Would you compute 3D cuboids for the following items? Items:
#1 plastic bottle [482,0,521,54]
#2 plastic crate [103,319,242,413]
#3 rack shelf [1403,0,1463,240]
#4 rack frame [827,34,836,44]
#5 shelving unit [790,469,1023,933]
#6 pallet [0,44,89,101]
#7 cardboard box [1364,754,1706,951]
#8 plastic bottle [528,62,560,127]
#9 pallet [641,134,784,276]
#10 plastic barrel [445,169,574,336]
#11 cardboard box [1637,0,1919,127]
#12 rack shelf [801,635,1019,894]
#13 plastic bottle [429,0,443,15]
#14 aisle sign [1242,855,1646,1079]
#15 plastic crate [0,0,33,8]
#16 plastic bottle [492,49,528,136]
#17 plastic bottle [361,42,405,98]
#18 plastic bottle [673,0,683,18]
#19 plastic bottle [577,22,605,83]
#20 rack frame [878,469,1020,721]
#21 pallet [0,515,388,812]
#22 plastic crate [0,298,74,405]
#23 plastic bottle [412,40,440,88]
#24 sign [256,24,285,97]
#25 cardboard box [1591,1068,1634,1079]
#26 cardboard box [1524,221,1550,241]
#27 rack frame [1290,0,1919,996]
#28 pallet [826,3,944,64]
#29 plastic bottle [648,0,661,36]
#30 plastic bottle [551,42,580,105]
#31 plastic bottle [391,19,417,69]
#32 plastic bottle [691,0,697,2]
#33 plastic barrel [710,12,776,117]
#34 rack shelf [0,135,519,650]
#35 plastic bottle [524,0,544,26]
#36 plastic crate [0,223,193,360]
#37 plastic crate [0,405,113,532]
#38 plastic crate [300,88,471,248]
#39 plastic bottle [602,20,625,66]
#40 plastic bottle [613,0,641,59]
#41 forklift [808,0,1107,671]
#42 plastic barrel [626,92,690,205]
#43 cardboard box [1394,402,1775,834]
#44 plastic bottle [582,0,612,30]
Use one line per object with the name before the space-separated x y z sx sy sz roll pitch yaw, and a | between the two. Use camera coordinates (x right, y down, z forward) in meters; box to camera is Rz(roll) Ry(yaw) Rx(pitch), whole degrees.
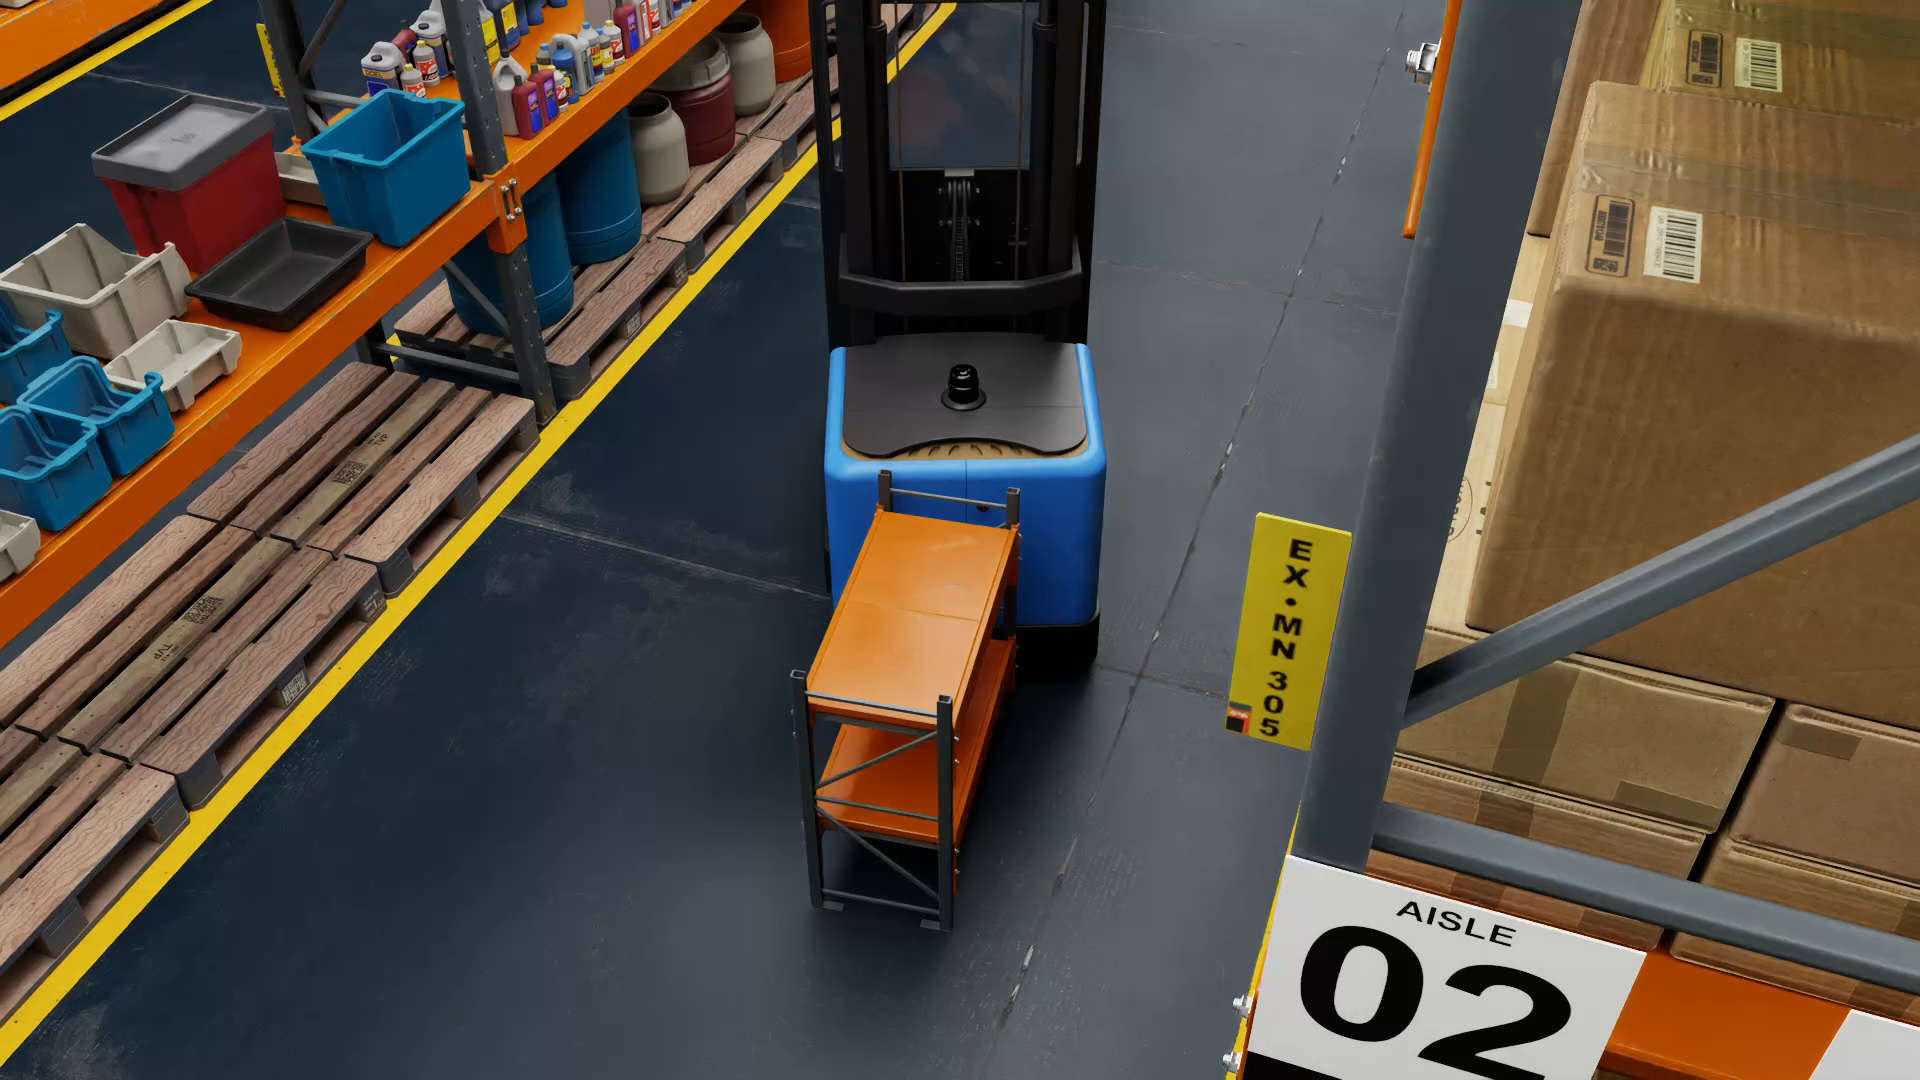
plastic bottle | -2.210 -2.516 7.926 0.144 0.351 0.185 13 42 15
plastic crate | -2.728 -0.615 5.816 0.293 0.136 0.466 13 42 15
rack shelf | 1.554 -1.507 2.640 1.077 0.370 4.000 13 42 15
rack frame | -1.048 -4.261 9.933 1.000 3.000 0.127 13 42 15
shelving unit | -0.154 0.547 5.743 0.538 1.125 1.048 9 41 10
pallet | -6.461 -3.093 10.713 1.003 0.211 1.213 13 42 15
cardboard box | 0.798 0.264 2.433 0.500 0.250 0.500 13 42 15
plastic bottle | -1.844 -1.987 7.358 0.061 0.283 0.133 13 42 15
pallet | -1.697 -1.968 9.394 1.003 0.211 1.213 13 42 15
plastic barrel | -2.213 -1.510 8.003 0.600 0.901 0.708 13 42 15
cardboard box | 1.281 -0.442 2.299 0.700 0.500 0.500 13 42 15
rack shelf | -0.154 0.733 5.901 0.538 0.278 1.000 9 41 10
plastic bottle | -2.409 -2.435 7.831 0.144 0.351 0.185 13 42 15
aisle sign | 0.559 0.705 2.110 0.394 0.787 0.004 13 42 15
plastic crate | -2.735 -1.761 4.783 0.437 0.282 0.530 13 42 15
plastic bottle | -1.977 -1.970 7.285 0.144 0.351 0.185 13 42 15
plastic bottle | -2.585 -2.086 7.479 0.152 0.276 0.135 13 42 15
plastic bottle | -1.438 -2.741 8.250 0.097 0.271 0.097 0 40 0
plastic bottle | -1.709 -2.258 7.684 0.097 0.271 0.097 0 40 0
rack frame | -0.040 0.225 6.120 0.500 1.125 0.032 9 41 10
pallet | -3.046 0.444 6.567 1.003 0.211 1.213 13 42 15
plastic crate | -3.322 -0.650 5.783 0.416 0.233 0.300 13 42 15
plastic bottle | -2.468 -2.202 7.673 0.097 0.201 0.097 0 40 0
sign | -2.932 -2.049 7.128 0.100 0.325 0.005 13 42 15
cardboard box | 1.270 1.090 2.814 0.500 0.500 0.500 15 43 16
cardboard box | 1.151 -0.533 2.983 0.500 0.250 0.500 13 42 15
rack frame | 0.870 -0.562 0.975 1.000 3.000 0.127 13 42 15
pallet | -0.746 -3.664 11.382 1.003 0.211 1.213 13 42 15
plastic bottle | -1.517 -2.573 8.107 0.097 0.201 0.097 0 40 0
plastic bottle | -1.788 -2.116 7.518 0.097 0.271 0.097 0 40 0
plastic bottle | -2.548 -2.240 7.654 0.061 0.283 0.133 13 42 15
plastic bottle | -1.378 -2.921 8.401 0.144 0.351 0.185 13 42 15
plastic barrel | -1.308 -2.808 9.823 0.421 0.512 0.421 0 40 0
rack shelf | -3.099 -0.327 5.877 1.077 0.370 4.000 13 42 15
plastic bottle | -2.118 -2.680 8.180 0.097 0.271 0.097 0 40 0
plastic crate | -3.111 -0.908 6.049 0.437 0.282 0.530 13 42 15
plastic crate | -2.939 -0.221 5.281 0.416 0.233 0.300 13 42 15
plastic crate | -2.255 -1.477 6.636 0.392 0.384 0.575 13 42 15
plastic bottle | -1.642 -2.350 7.846 0.097 0.201 0.097 0 40 0
plastic bottle | -1.586 -2.447 7.897 0.061 0.283 0.133 13 42 15
forklift | -0.017 -1.523 6.777 1.130 2.935 3.031 -1 40 -1
plastic barrel | -1.694 -2.119 9.016 0.421 0.512 0.421 0 40 0
cardboard box | 0.806 0.076 2.269 0.500 0.250 0.500 13 42 15
plastic bottle | -1.726 -2.570 8.047 0.152 0.276 0.135 13 42 15
